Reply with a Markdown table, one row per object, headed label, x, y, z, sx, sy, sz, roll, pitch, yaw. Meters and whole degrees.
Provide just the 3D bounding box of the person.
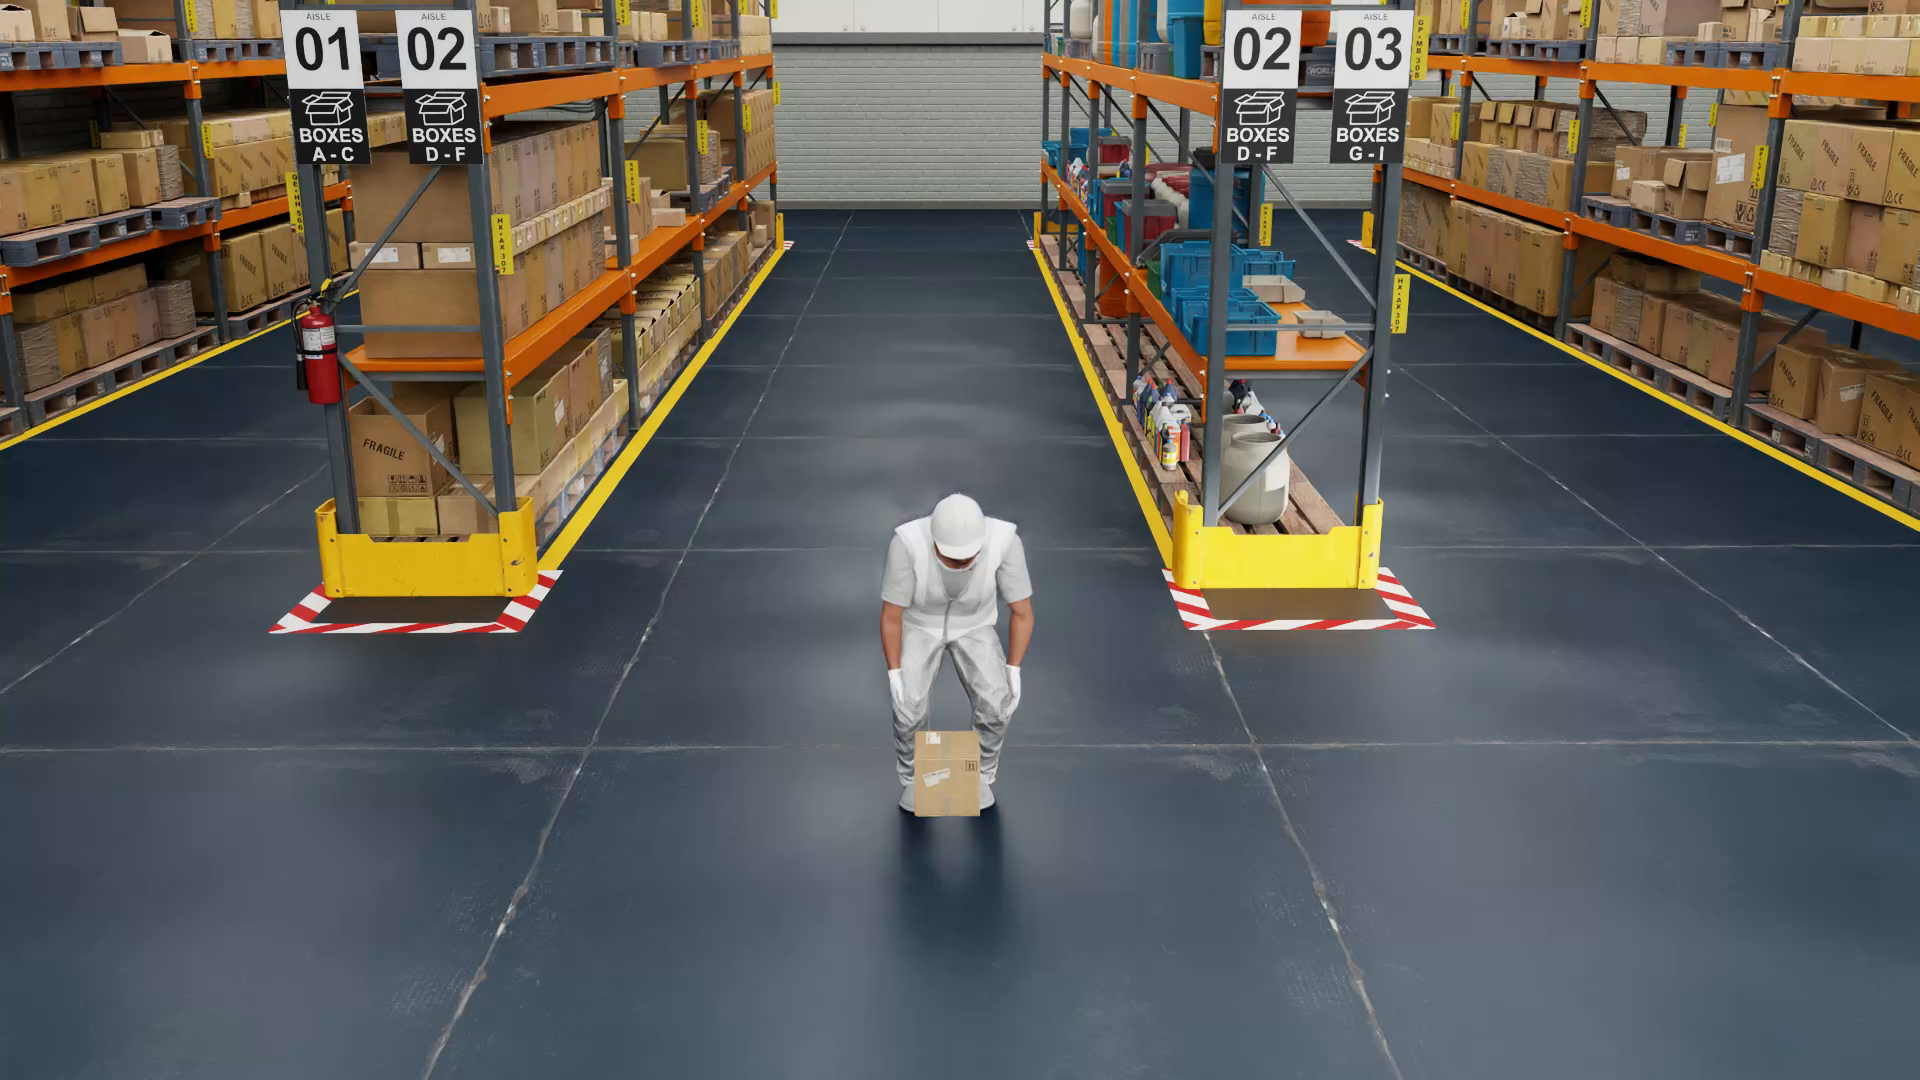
| label | x | y | z | sx | sy | sz | roll | pitch | yaw |
| --- | --- | --- | --- | --- | --- | --- | --- | --- | --- |
| person | -0.013 | 0.425 | 6.756 | 0.613 | 1.412 | 0.772 | 0 | 17 | -1 |
